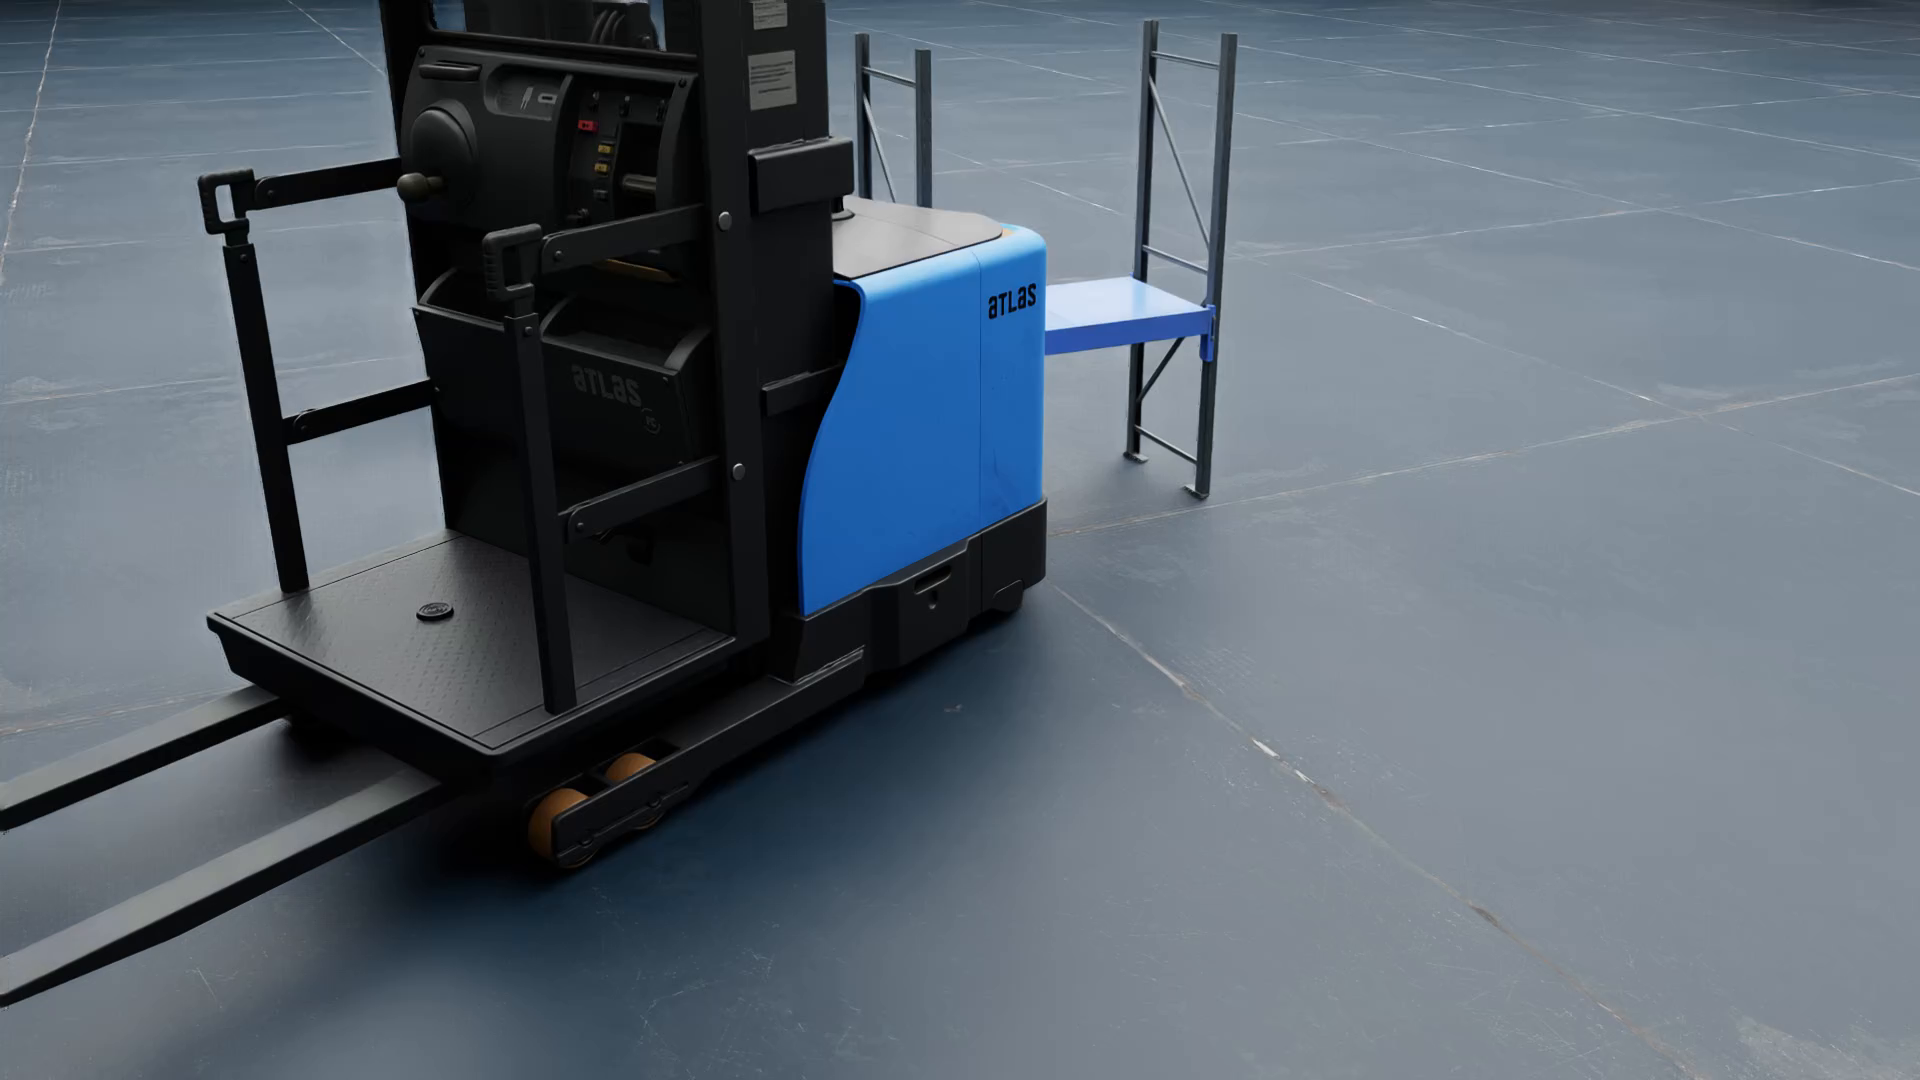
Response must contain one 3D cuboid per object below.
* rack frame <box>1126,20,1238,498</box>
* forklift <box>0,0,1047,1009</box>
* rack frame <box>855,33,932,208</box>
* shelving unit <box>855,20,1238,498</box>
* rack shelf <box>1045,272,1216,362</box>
[{"bbox_3d":[0.720,-0.923,5.519,0.032,1.500,0.500,-10,25,-23],"label":"rack frame"},{"bbox_3d":[-1.056,-0.866,3.511,1.130,2.935,3.031,17,28,35],"label":"forklift"},{"bbox_3d":[-0.200,-0.758,5.119,0.032,1.500,0.500,-10,25,-23],"label":"rack frame"},{"bbox_3d":[0.260,-0.840,5.319,1.048,1.500,0.538,-10,25,-23],"label":"shelving unit"},{"bbox_3d":[0.260,-0.674,5.388,1.000,0.185,0.538,-10,25,-23],"label":"rack shelf"}]
